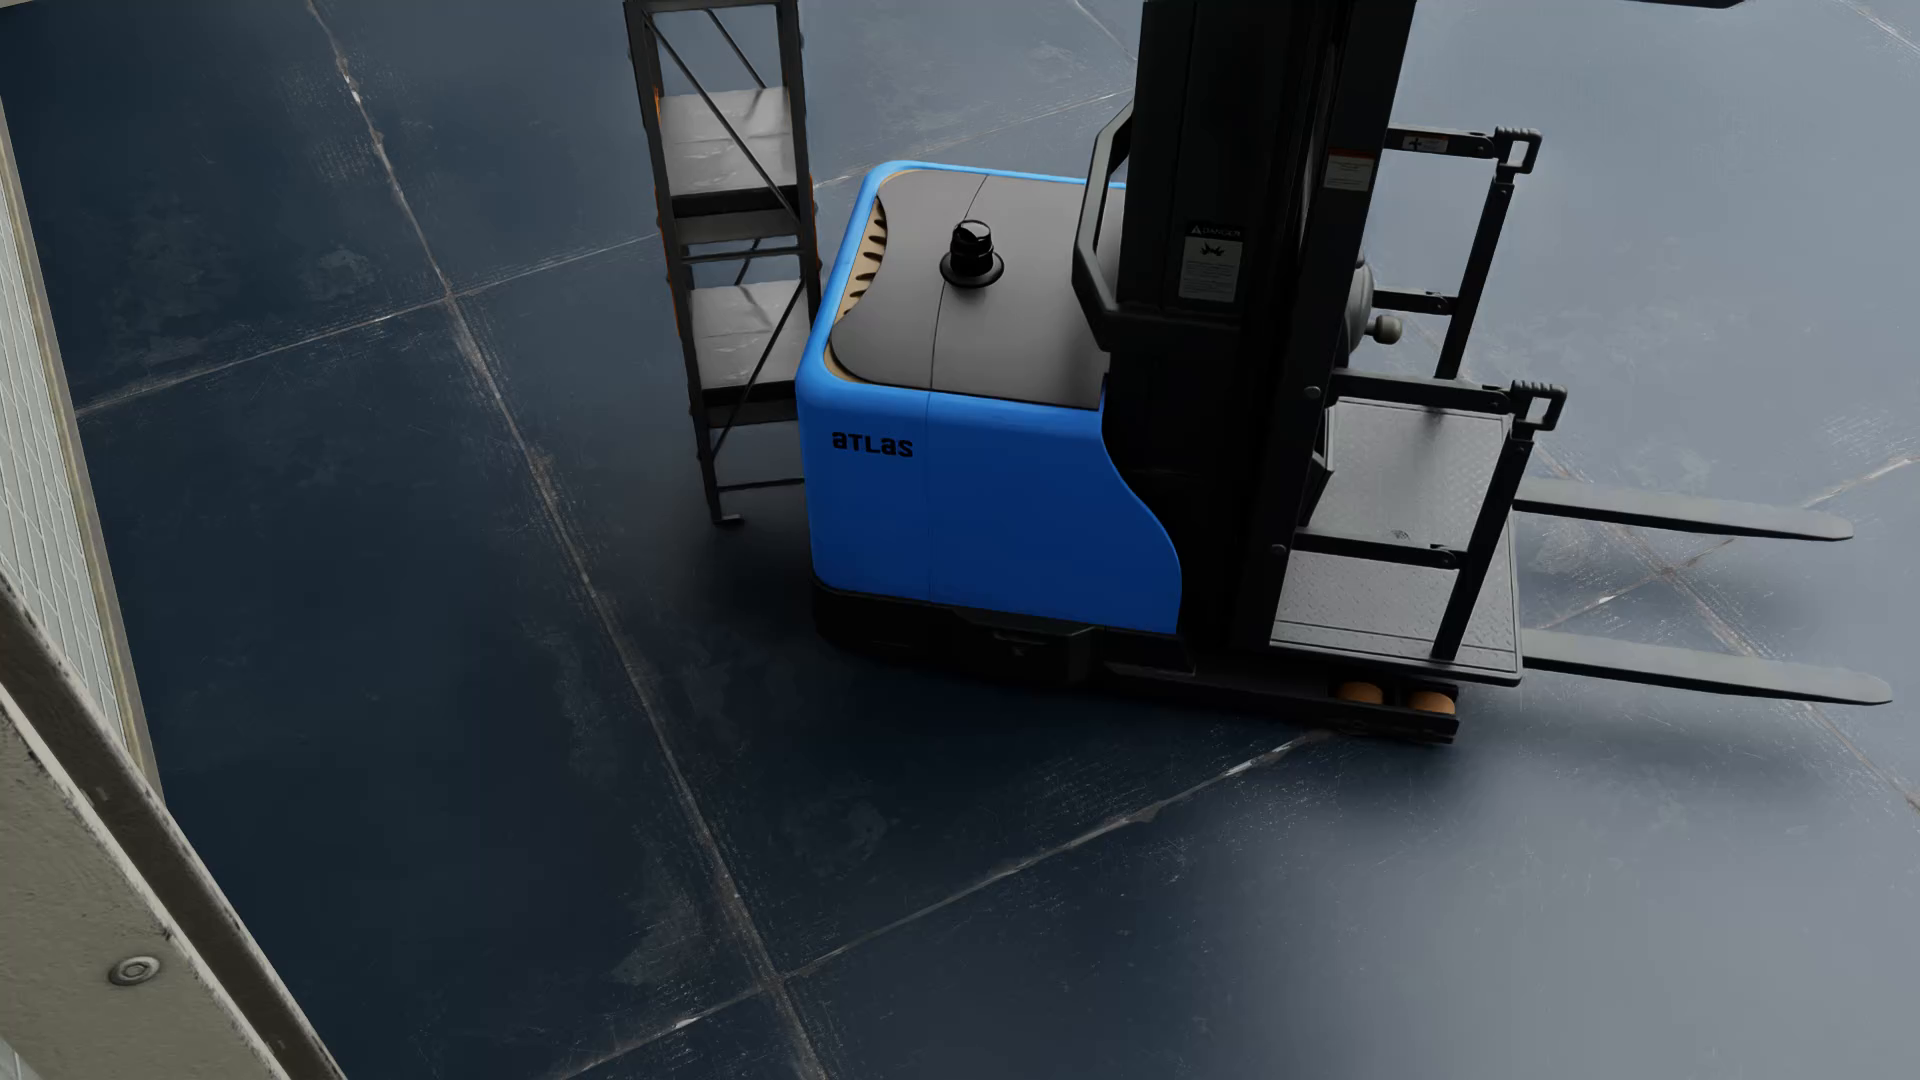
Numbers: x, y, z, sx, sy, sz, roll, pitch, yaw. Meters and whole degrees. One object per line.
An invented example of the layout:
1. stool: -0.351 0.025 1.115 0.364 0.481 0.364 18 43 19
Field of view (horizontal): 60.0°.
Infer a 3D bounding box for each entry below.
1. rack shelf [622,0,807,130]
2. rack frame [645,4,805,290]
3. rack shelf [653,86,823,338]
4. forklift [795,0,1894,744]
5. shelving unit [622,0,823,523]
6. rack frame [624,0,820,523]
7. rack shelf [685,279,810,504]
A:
1. rack shelf: -0.629 -1.405 4.172 0.431 0.518 0.480 -6 49 -6
2. rack frame: -0.665 -1.135 4.848 0.400 2.100 0.015 -6 49 -6
3. rack shelf: -0.629 -0.945 4.699 0.431 0.518 0.480 -6 49 -6
4. forklift: 1.130 -0.818 4.018 3.031 2.935 1.130 7 49 6
5. shelving unit: -0.629 -0.954 4.689 0.431 2.100 0.503 -6 49 -6
6. rack frame: -0.593 -0.772 4.530 0.400 2.100 0.015 -6 49 -6
7. rack shelf: -0.629 -0.484 5.226 0.431 0.518 0.480 -6 49 -6
